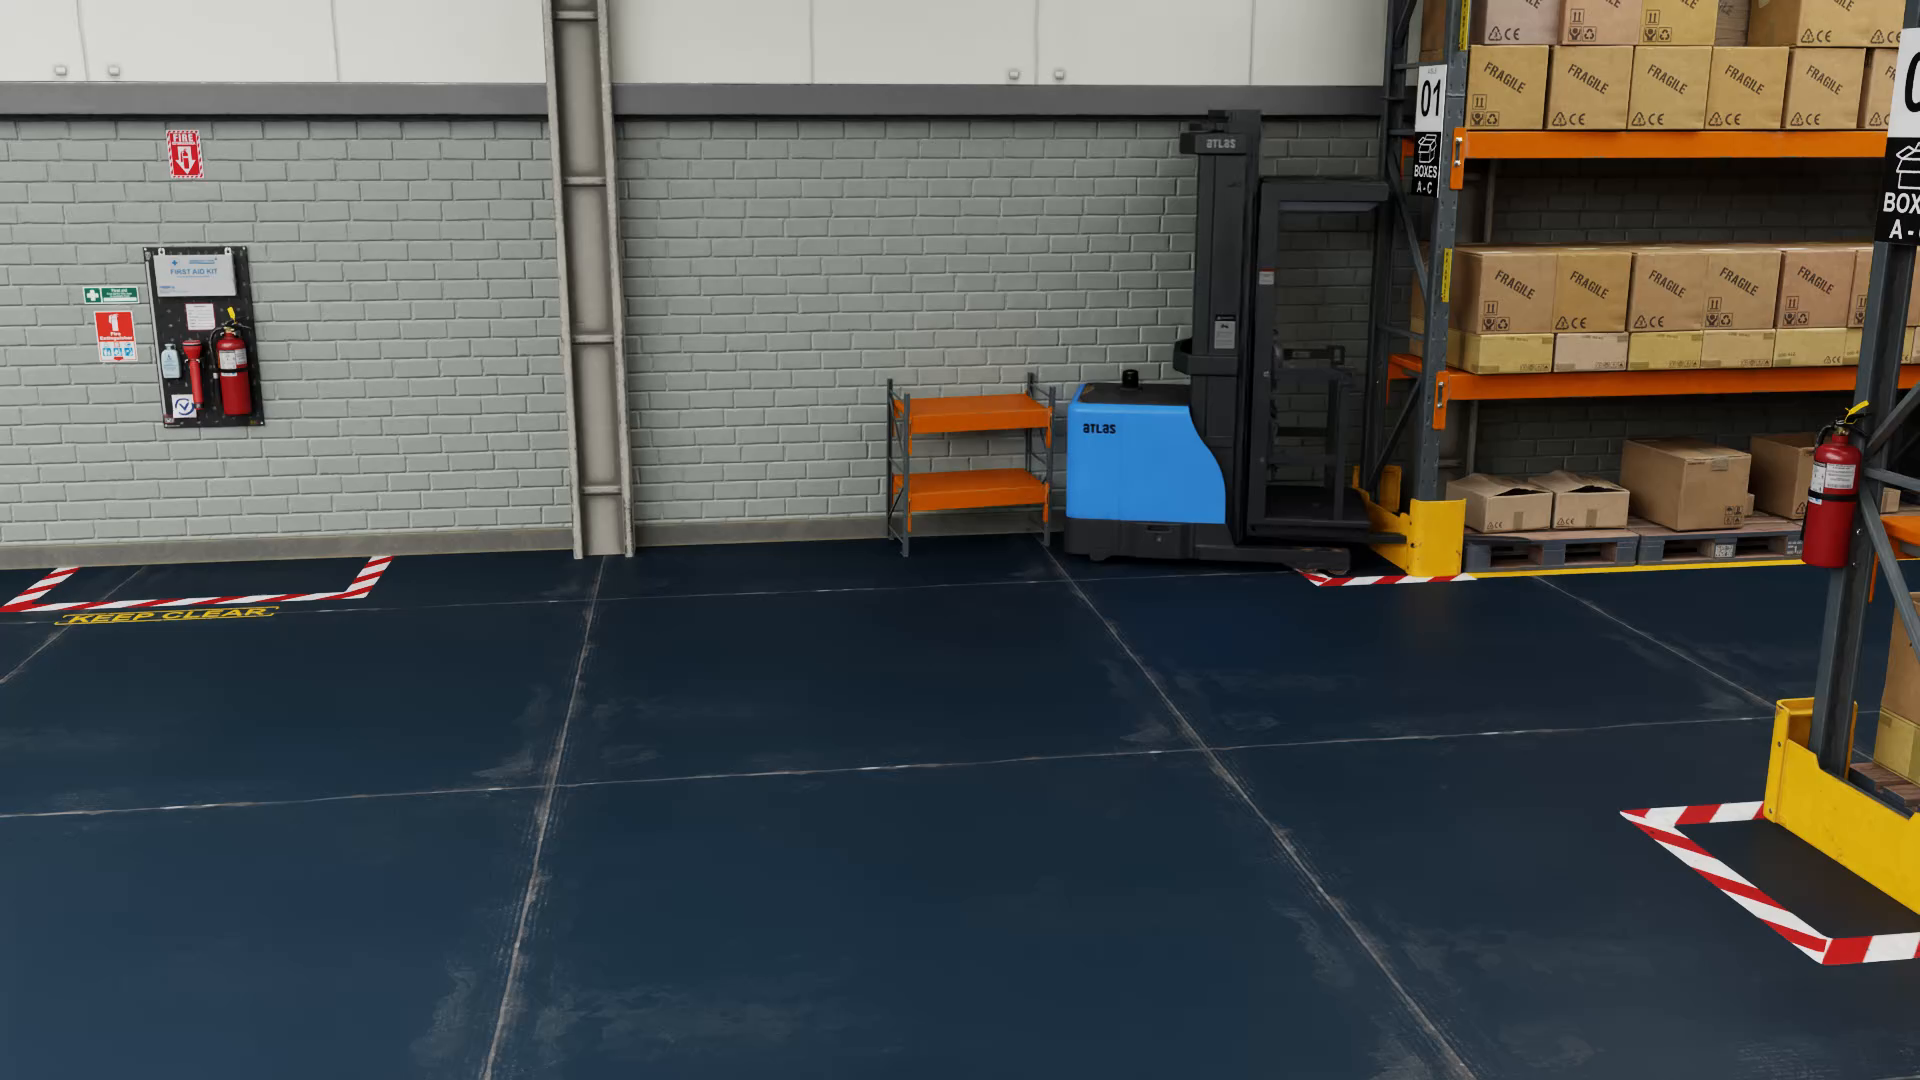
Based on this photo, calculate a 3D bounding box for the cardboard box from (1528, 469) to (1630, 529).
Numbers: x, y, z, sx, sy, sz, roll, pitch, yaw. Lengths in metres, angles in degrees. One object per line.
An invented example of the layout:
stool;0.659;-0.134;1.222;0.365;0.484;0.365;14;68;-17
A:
cardboard box;4.202;-0.288;11.328;0.500;0.311;0.500;-1;14;-4

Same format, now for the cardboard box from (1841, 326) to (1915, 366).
cardboard box;5.979;-1.331;11.129;0.500;0.250;0.500;-2;14;-8

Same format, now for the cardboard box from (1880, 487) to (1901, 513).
cardboard box;6.372;-0.313;11.722;0.250;0.166;0.380;-4;15;-16

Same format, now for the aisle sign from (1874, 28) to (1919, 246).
aisle sign;3.574;-1.493;6.164;0.004;0.787;0.394;-2;14;-8

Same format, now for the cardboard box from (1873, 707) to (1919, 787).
cardboard box;4.169;0.876;6.852;0.500;0.250;0.500;-2;14;-8

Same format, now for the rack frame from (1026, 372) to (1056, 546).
rack frame;0.549;-0.566;11.601;0.032;1.125;0.500;-4;19;-16

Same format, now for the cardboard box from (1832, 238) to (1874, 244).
cardboard box;6.400;-1.834;11.594;0.500;0.500;0.500;-2;14;-10

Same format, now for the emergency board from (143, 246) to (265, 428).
emergency board;-4.878;-1.291;10.702;0.643;1.169;0.194;-2;14;-8

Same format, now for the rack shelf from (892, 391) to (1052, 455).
rack shelf;0.068;-0.809;11.369;1.000;0.278;0.538;-4;19;-16

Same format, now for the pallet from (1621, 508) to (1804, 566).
pallet;5.028;-0.070;11.566;1.213;0.211;1.003;-2;14;-8

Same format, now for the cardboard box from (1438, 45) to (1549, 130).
cardboard box;3.309;-2.820;10.388;0.500;0.500;0.500;-2;14;-7

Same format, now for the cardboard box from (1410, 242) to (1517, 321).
cardboard box;3.375;-1.724;11.155;0.500;0.500;0.500;-2;14;-9

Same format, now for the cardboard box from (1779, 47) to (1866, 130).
cardboard box;5.390;-2.891;10.670;0.500;0.500;0.500;-3;14;-11

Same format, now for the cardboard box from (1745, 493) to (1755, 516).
cardboard box;5.312;-0.277;11.618;0.250;0.149;0.380;-3;14;-13

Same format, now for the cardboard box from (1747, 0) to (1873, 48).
cardboard box;5.386;-3.371;10.528;0.500;0.500;0.500;-3;14;-10

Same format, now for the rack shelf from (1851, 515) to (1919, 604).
rack shelf;5.660;0.113;6.585;4.000;0.370;1.077;-2;14;-8

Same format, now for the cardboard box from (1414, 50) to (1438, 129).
cardboard box;3.316;-2.944;10.883;0.500;0.500;0.500;-1;14;-4

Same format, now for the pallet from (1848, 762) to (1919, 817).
pallet;4.433;1.151;6.698;1.213;0.211;1.003;-2;14;-8

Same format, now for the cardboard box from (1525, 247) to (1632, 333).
cardboard box;3.948;-1.616;10.726;0.500;0.500;0.500;-2;14;-8

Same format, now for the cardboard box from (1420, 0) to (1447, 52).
cardboard box;3.328;-3.432;10.771;0.500;0.500;0.500;-1;14;-6

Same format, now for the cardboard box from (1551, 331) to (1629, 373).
cardboard box;3.982;-1.256;10.829;0.500;0.250;0.500;-3;14;-10

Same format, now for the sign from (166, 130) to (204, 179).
sign;-4.901;-2.439;10.515;0.199;0.298;0.001;-2;14;-8

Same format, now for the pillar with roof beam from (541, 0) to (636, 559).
pillar with roof beam;-1.787;-3.245;6.164;0.400;9.000;9.100;-2;14;-8

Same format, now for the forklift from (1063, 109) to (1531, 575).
forklift;2.255;-1.333;11.010;3.031;2.935;1.130;2;14;8

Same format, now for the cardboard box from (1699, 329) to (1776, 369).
cardboard box;4.987;-1.290;10.968;0.500;0.250;0.500;-2;14;-8

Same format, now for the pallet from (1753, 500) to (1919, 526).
pallet;6.237;-0.115;11.745;1.213;0.211;1.003;-2;14;-8

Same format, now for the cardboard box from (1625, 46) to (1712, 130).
cardboard box;4.358;-2.851;10.510;0.500;0.500;0.500;-1;14;-6

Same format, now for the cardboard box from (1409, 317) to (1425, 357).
cardboard box;3.374;-1.356;11.228;0.500;0.250;0.500;-2;14;-7

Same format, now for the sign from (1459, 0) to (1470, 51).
sign;3.022;-3.103;9.967;0.005;0.325;0.100;-2;14;-8

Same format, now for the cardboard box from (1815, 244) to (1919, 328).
cardboard box;5.982;-1.690;11.019;0.500;0.500;0.500;-2;14;-9

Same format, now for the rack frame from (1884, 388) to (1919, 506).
rack frame;6.896;-1.500;11.537;0.127;3.000;1.000;-2;14;-8

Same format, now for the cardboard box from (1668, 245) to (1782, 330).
cardboard box;4.969;-1.655;10.881;0.500;0.500;0.500;-2;14;-7

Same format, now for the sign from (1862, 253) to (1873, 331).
sign;3.616;-0.971;6.561;0.005;0.325;0.100;-2;14;-8

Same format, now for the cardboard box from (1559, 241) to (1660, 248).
cardboard box;4.385;-1.760;11.298;0.500;0.500;0.500;-2;14;-10

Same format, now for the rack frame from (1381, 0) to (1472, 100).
rack frame;2.941;-4.265;10.229;0.127;3.000;1.000;-2;14;-8

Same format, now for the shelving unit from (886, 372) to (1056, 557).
shelving unit;0.062;-0.530;11.458;1.048;1.125;0.538;-4;19;-16

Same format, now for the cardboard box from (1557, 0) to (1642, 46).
cardboard box;3.862;-3.315;10.304;0.500;0.500;0.500;-2;14;-9

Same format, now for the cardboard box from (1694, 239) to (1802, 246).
cardboard box;5.395;-1.799;11.456;0.500;0.500;0.500;-2;14;-7

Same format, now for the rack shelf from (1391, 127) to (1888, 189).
rack shelf;4.919;-2.534;10.970;4.000;0.370;1.077;-2;14;-8

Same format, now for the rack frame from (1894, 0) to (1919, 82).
rack frame;3.683;-3.074;5.478;0.127;3.000;1.000;-2;14;-8

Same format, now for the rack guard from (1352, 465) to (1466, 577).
rack guard;3.016;-0.145;11.274;0.348;0.500;1.175;-2;14;-8
